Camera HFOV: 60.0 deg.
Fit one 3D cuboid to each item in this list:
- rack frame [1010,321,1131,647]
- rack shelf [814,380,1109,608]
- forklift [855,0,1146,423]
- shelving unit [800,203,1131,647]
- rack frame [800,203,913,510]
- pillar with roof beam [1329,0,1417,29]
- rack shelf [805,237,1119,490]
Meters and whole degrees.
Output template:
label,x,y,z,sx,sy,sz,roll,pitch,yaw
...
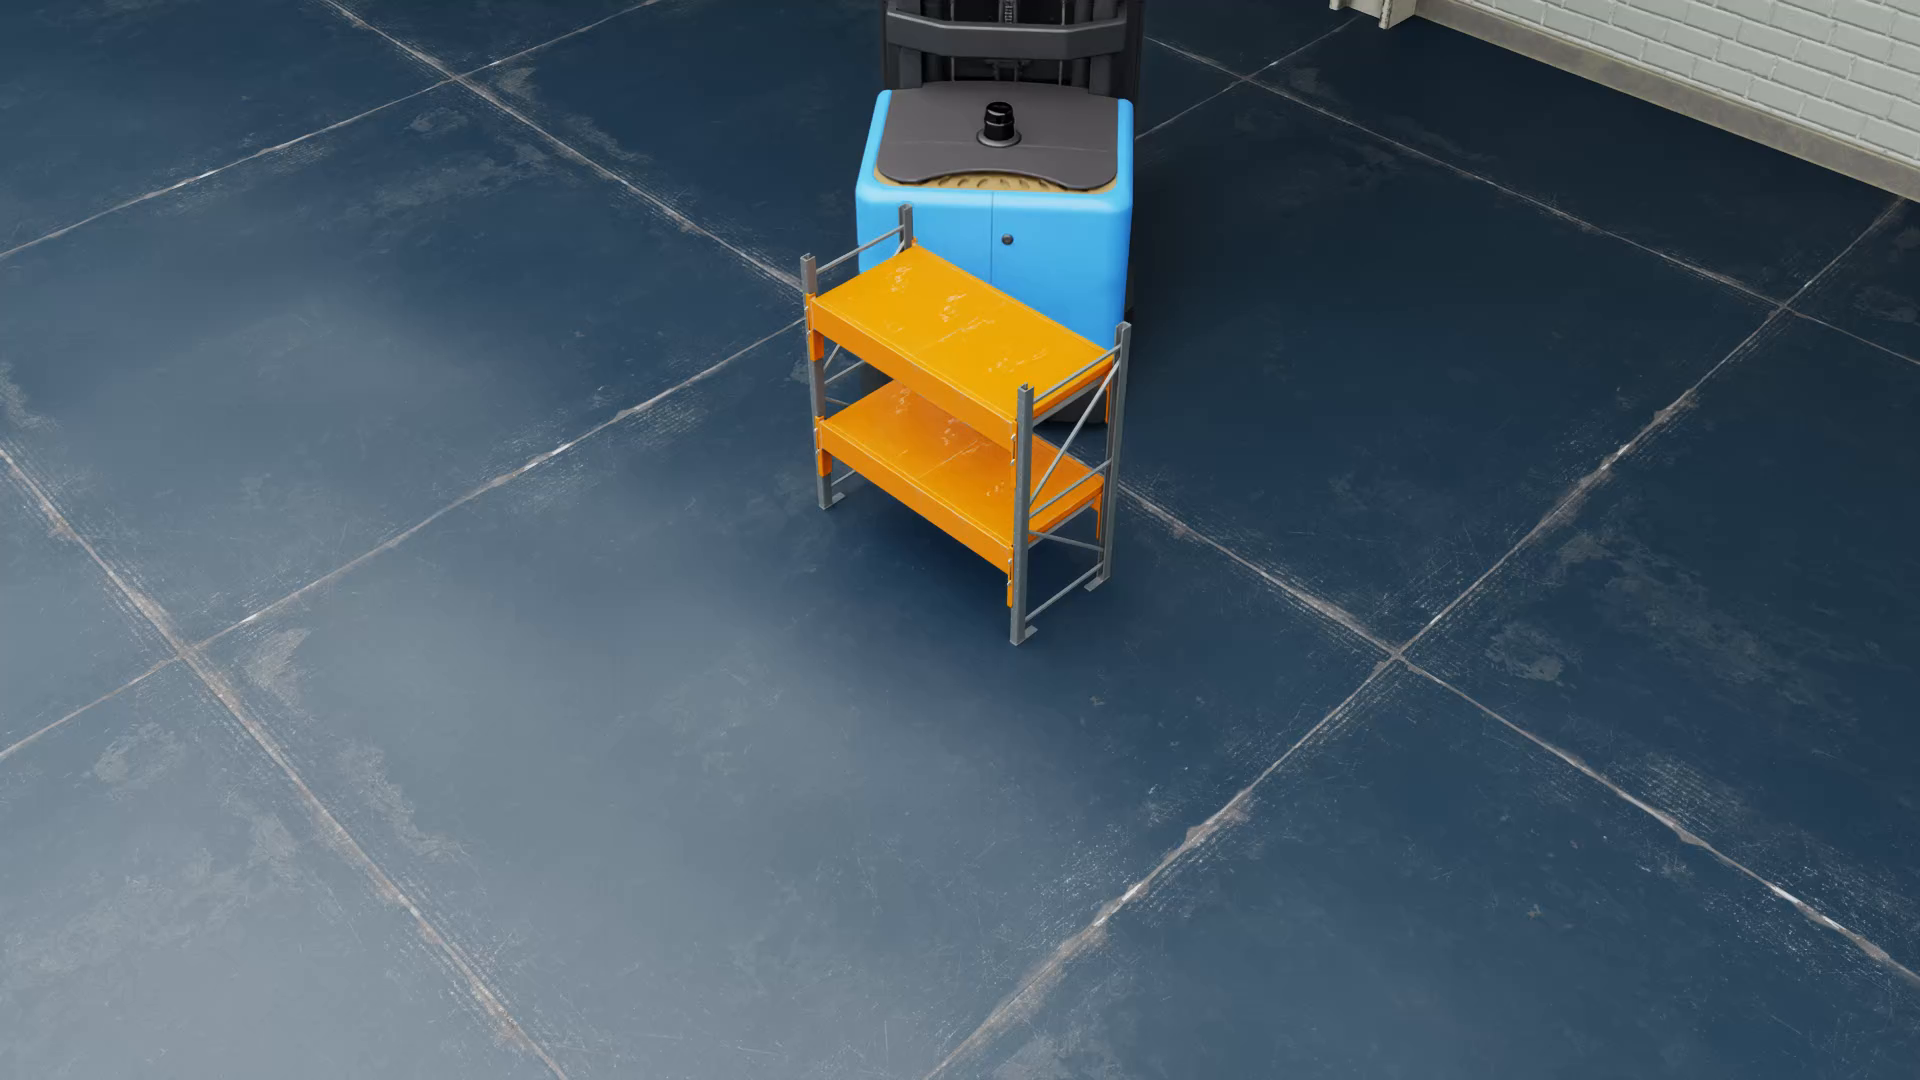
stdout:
label,x,y,z,sx,sy,sz,roll,pitch,yaw
rack frame,0.364,-0.166,5.600,0.500,1.125,0.032,-34,53,-31
rack shelf,0.005,-0.230,6.031,0.538,0.278,1.000,-34,53,-31
forklift,0.233,-2.537,6.835,1.130,2.935,3.031,3,43,3
shelving unit,0.005,-0.410,5.865,0.538,1.125,1.048,-34,53,-31
rack frame,-0.354,-0.654,6.129,0.500,1.125,0.032,-34,53,-31
pillar with roof beam,-0.679,-4.285,4.257,9.100,9.000,0.400,-34,53,-31
rack shelf,0.005,-0.625,5.666,0.538,0.278,1.000,-34,53,-31
